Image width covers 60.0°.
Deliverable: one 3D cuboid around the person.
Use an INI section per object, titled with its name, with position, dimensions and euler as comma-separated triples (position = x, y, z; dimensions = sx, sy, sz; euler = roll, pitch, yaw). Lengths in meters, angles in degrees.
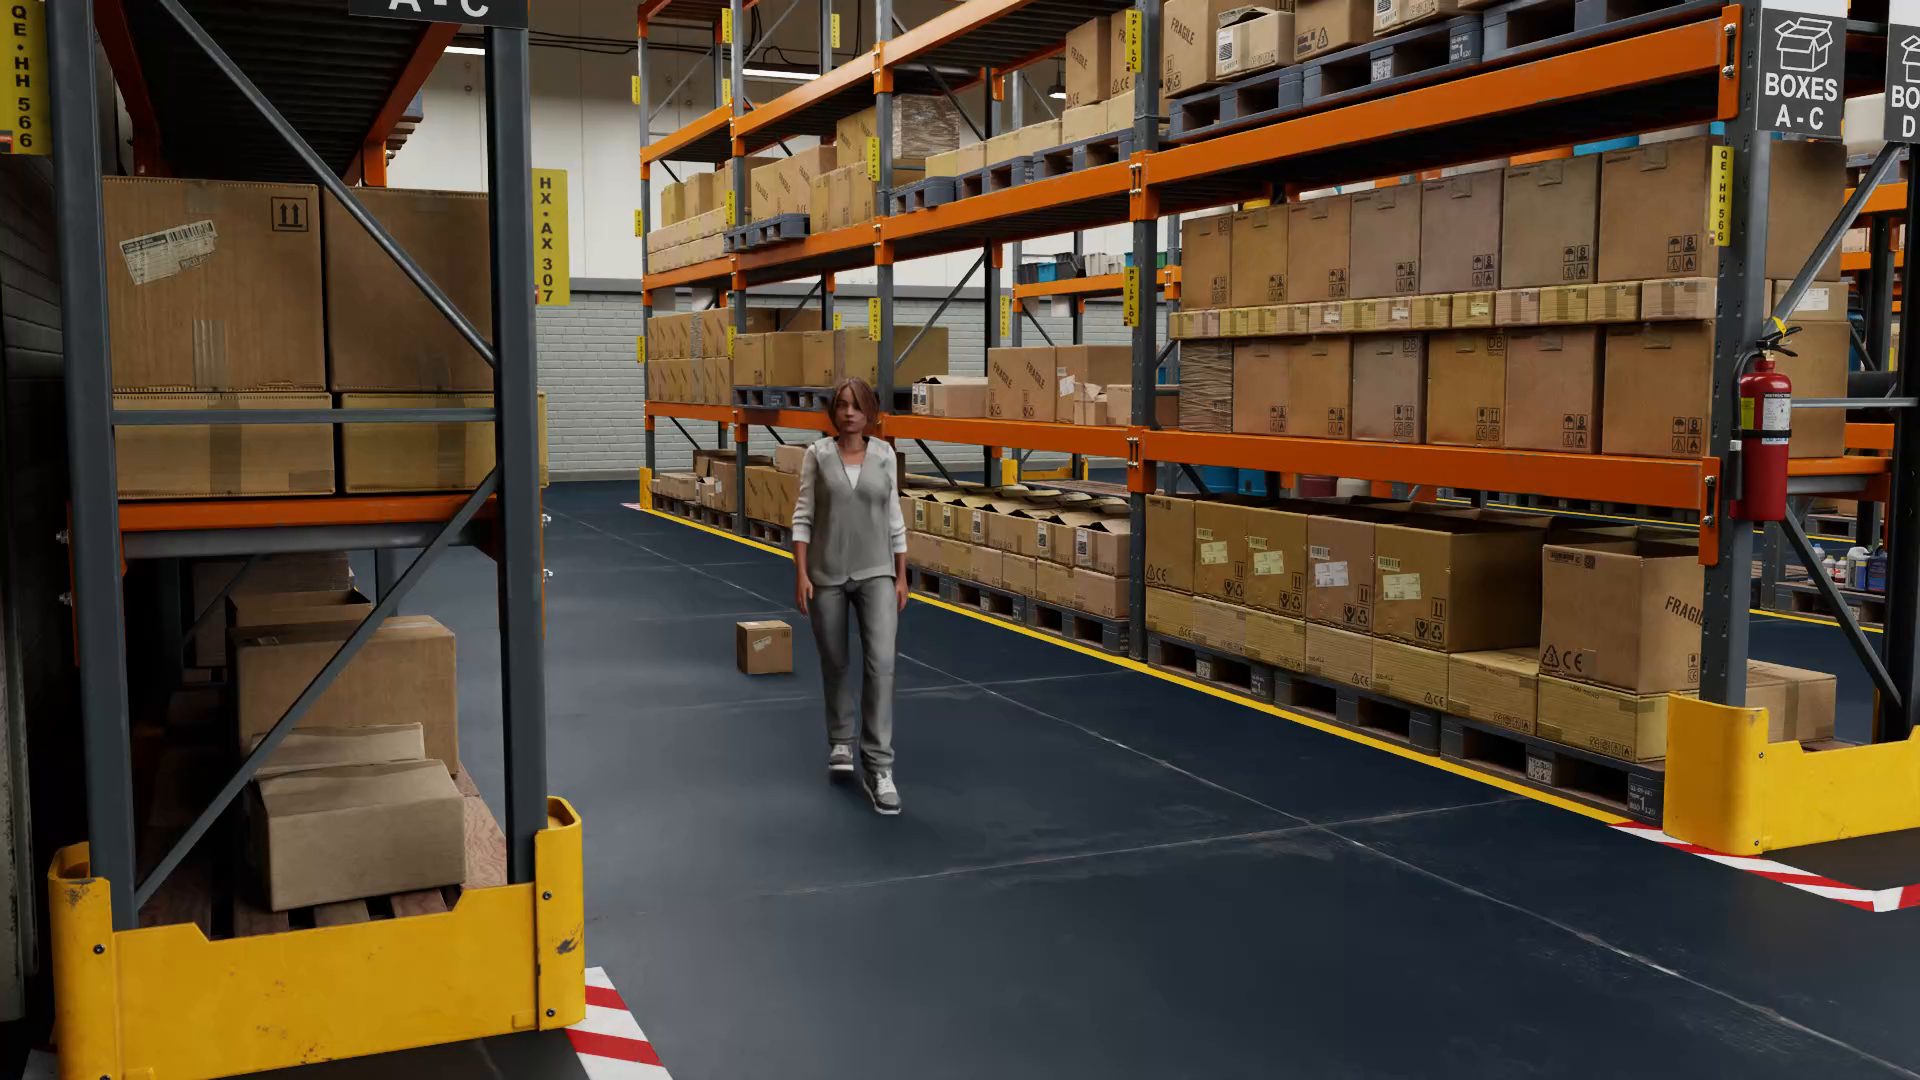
[person]
position = -0.420, 0.179, 6.378
dimensions = 0.449, 1.607, 0.740
euler = 0, 6, -3
